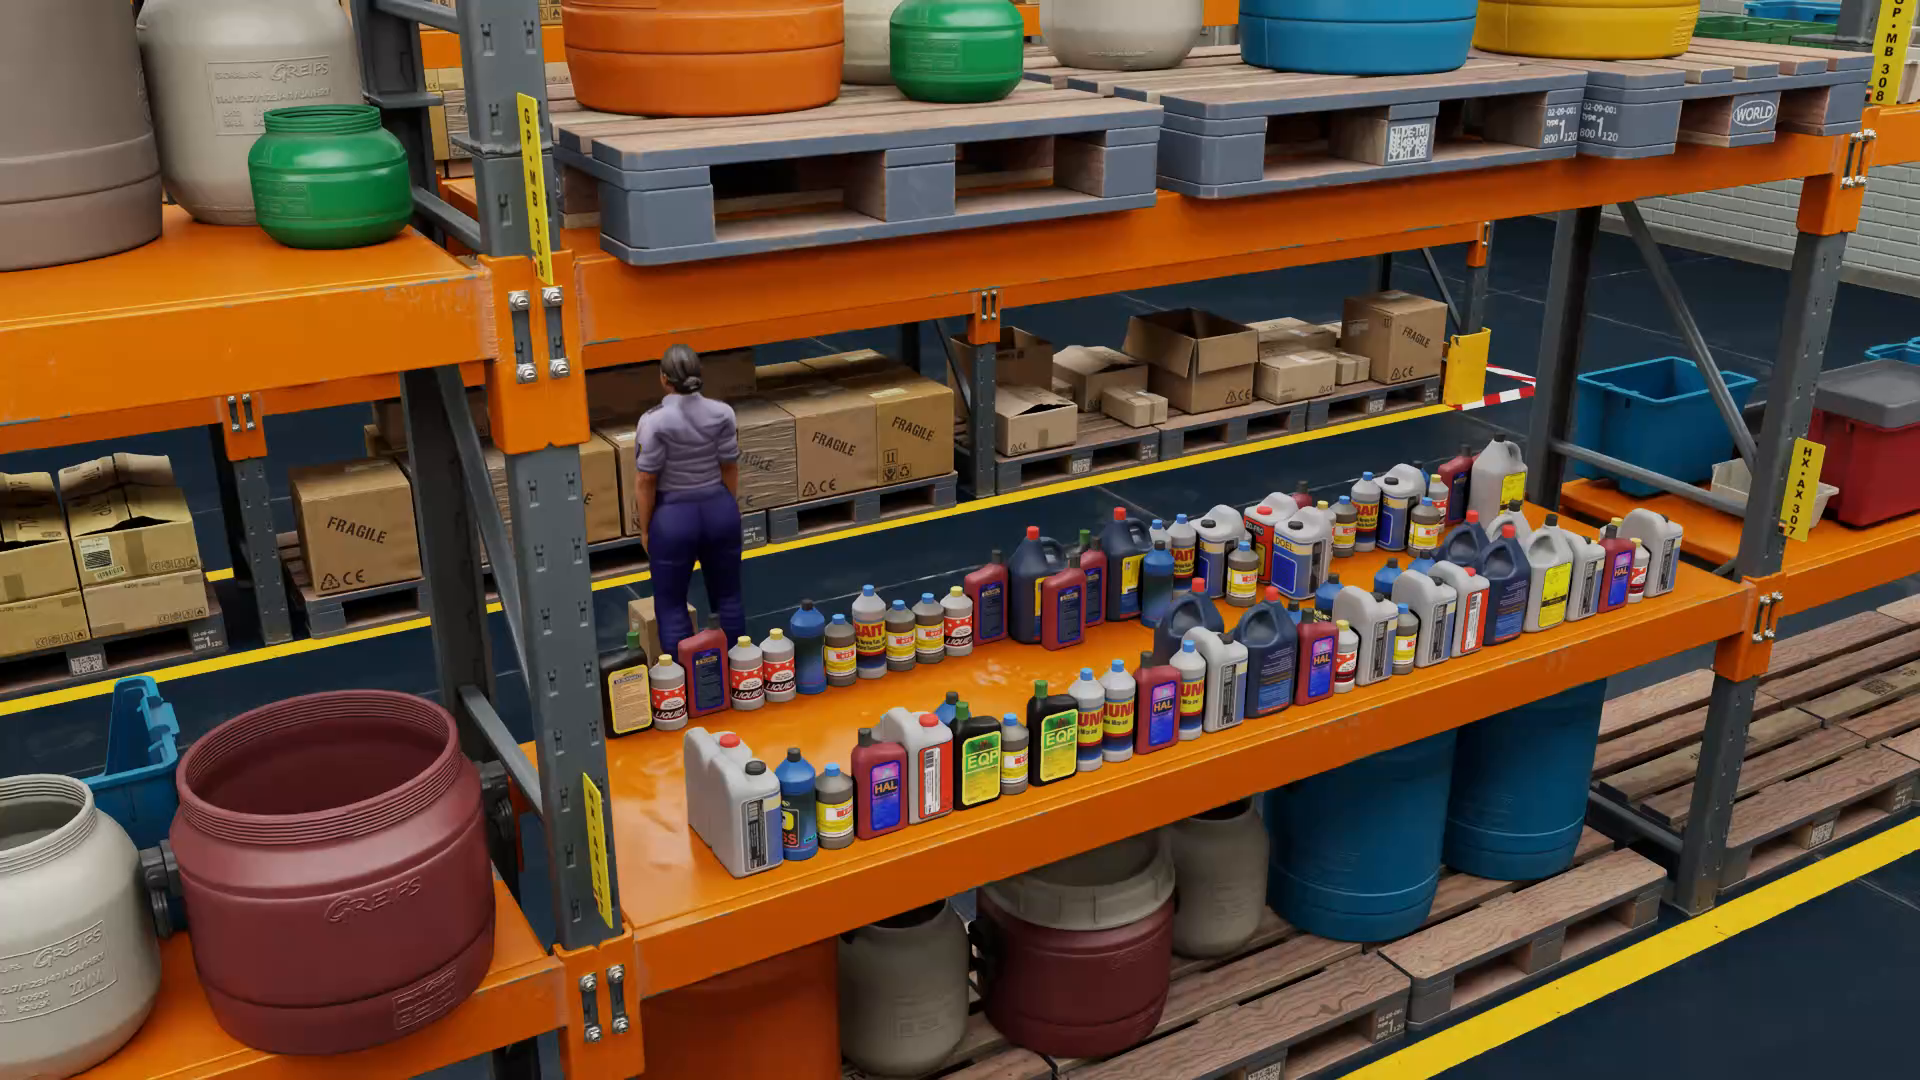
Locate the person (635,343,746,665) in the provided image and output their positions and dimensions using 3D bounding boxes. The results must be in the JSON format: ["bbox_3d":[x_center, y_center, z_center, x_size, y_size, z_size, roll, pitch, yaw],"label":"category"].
[{"bbox_3d":[-1.187,-0.054,7.267,0.466,1.636,0.345,-12,25,-27],"label":"person"}]
